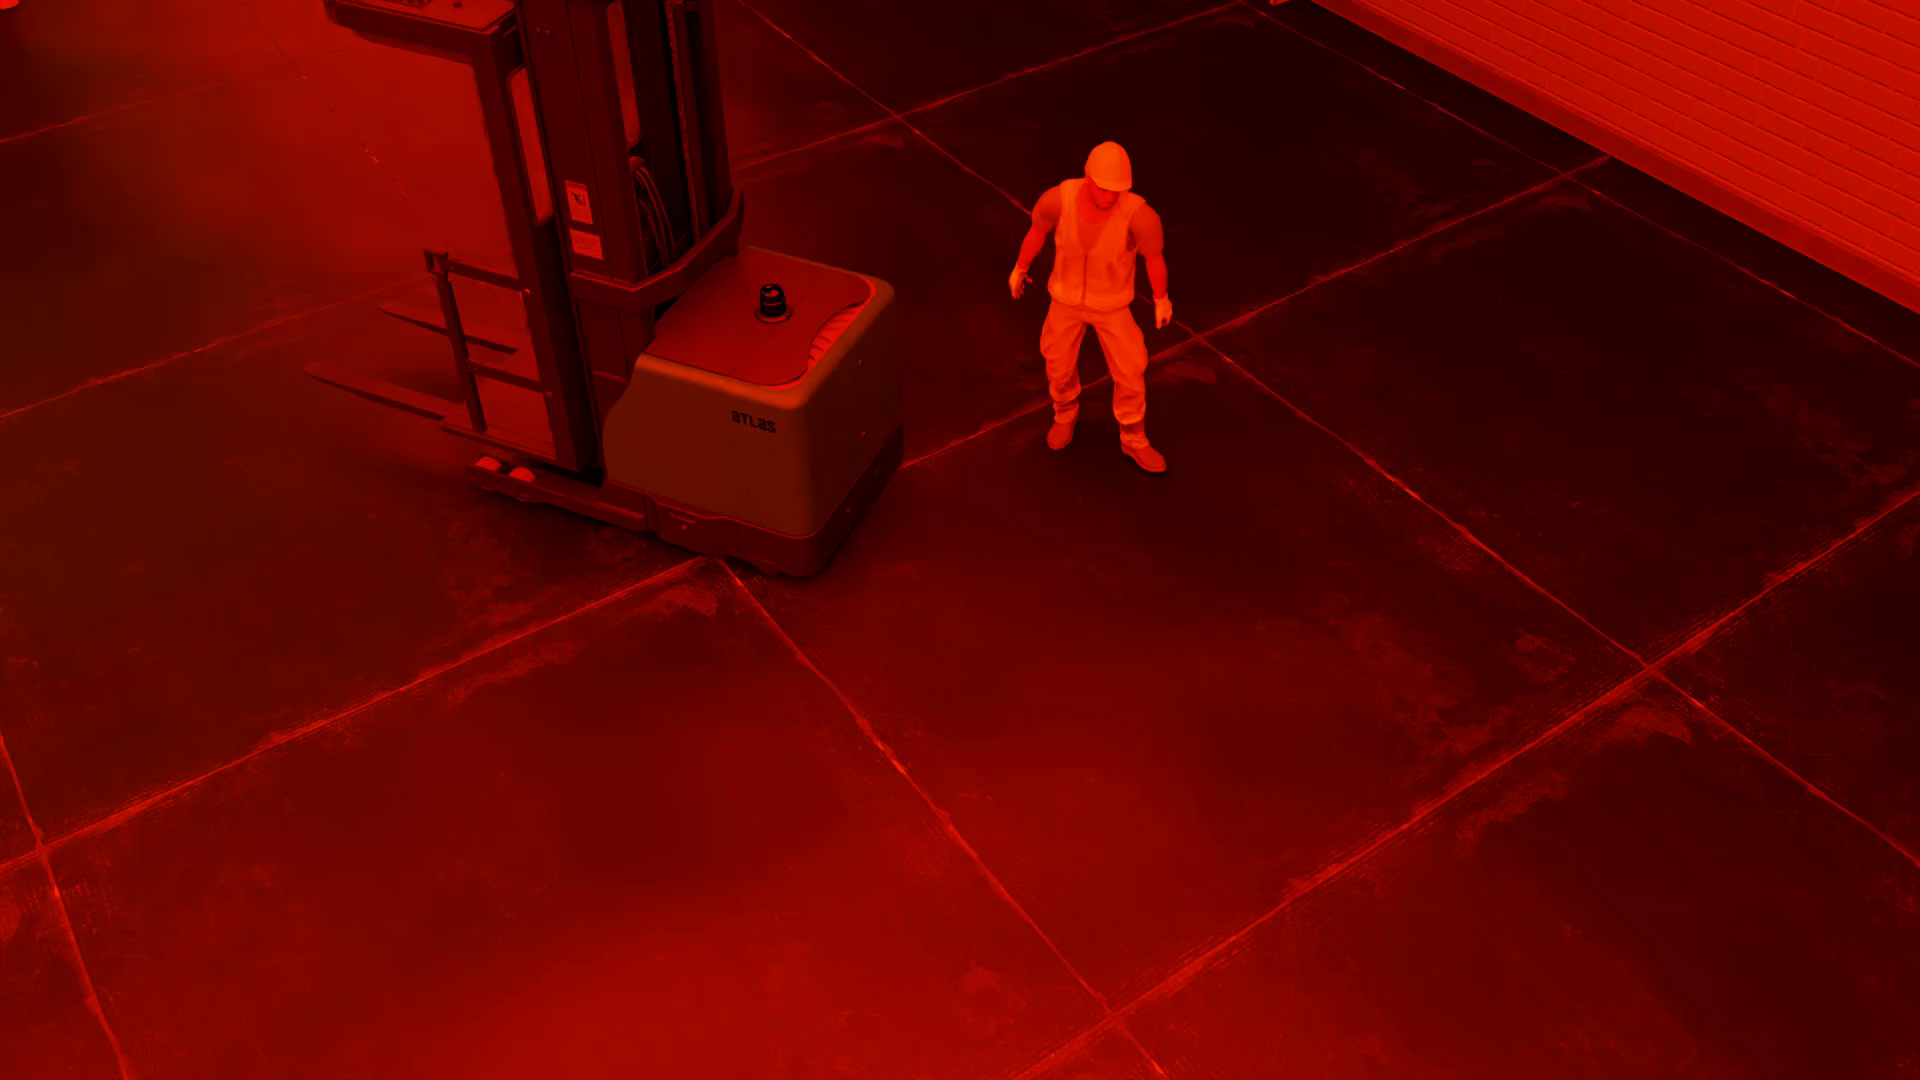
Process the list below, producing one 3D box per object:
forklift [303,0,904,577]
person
[{"bbox_3d":[-1.842,-1.574,7.423,3.031,2.935,1.130,17,45,17],"label":"forklift"},{"bbox_3d":[0.625,-1.109,7.808,0.879,1.749,0.454,12,44,12],"label":"person"}]
